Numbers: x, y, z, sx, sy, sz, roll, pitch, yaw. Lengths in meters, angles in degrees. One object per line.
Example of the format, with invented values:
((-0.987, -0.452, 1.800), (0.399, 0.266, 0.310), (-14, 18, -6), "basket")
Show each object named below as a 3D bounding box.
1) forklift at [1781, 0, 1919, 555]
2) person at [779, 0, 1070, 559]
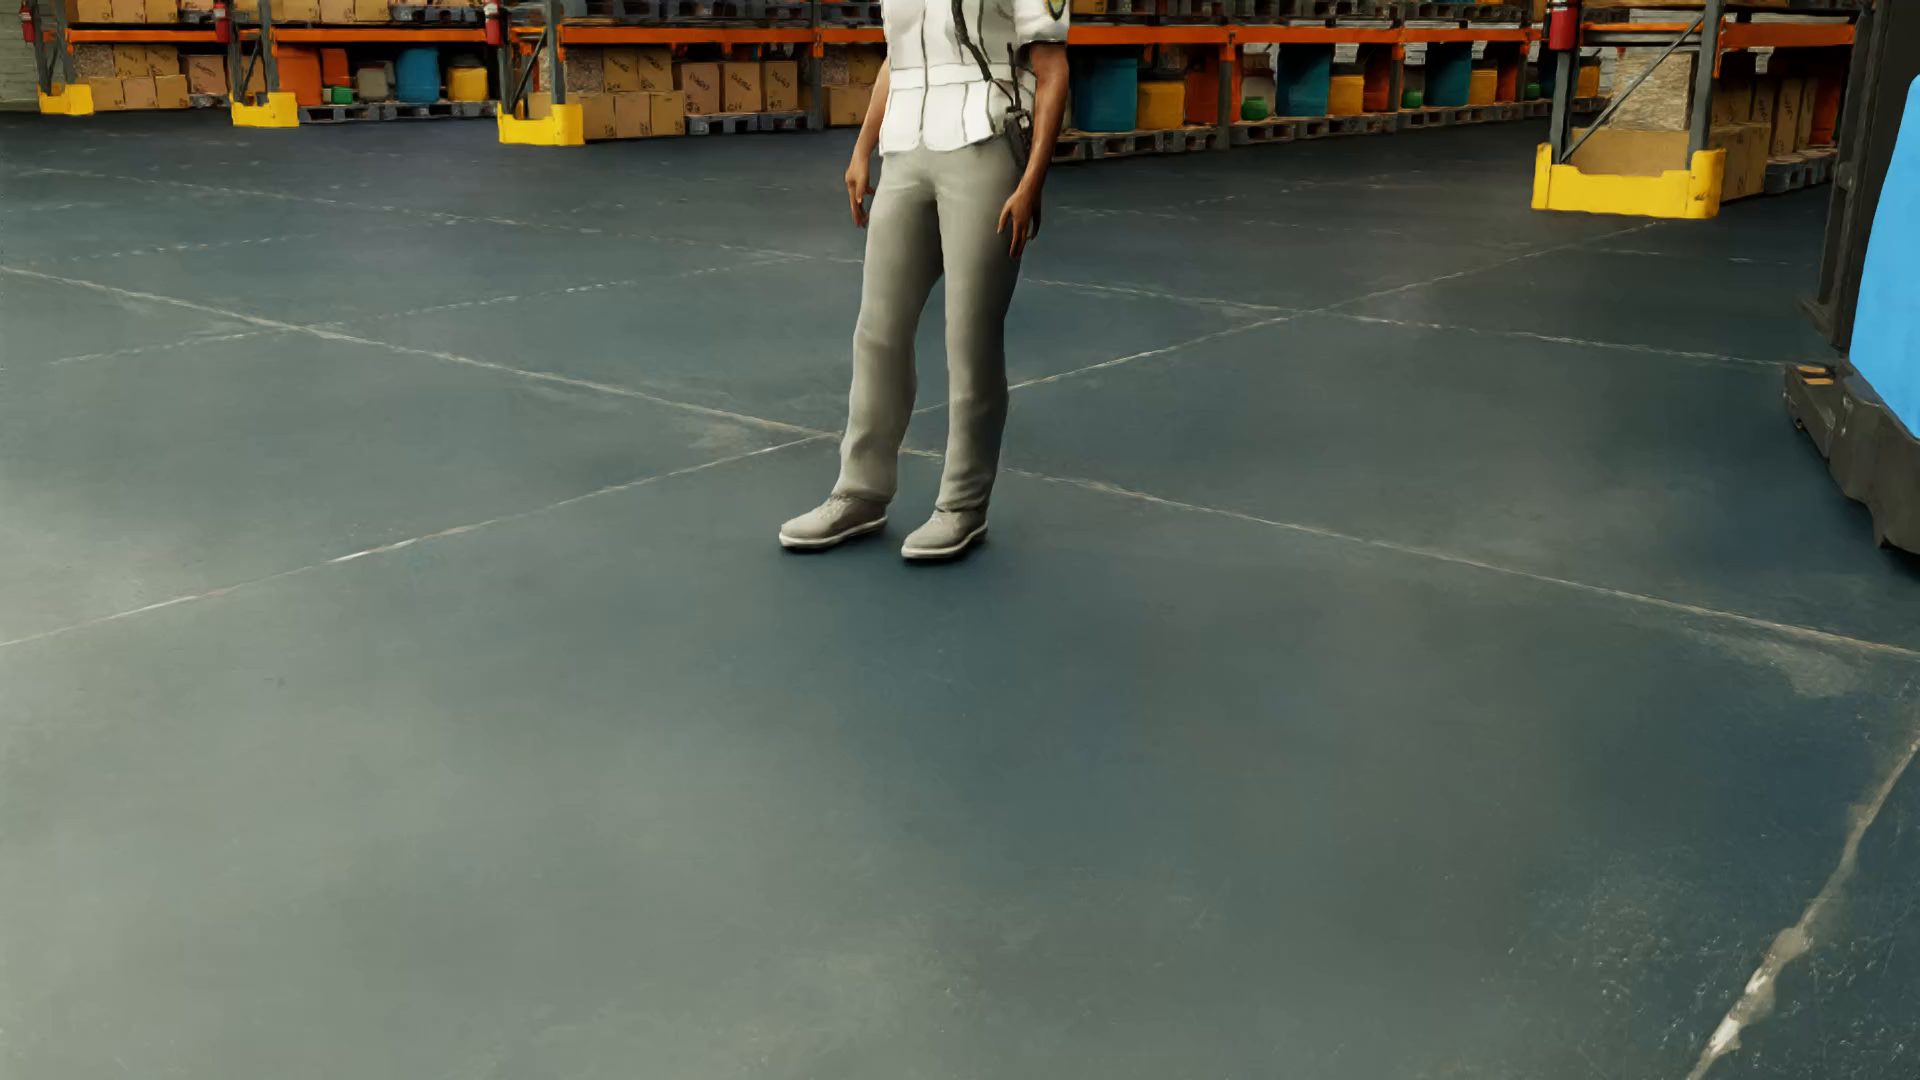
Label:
((3.021, -1.664, 4.377), (1.130, 2.935, 3.031), (6, 18, 19), "forklift")
((-0.063, -0.805, 3.650), (0.570, 1.695, 0.529), (13, 21, 37), "person")
